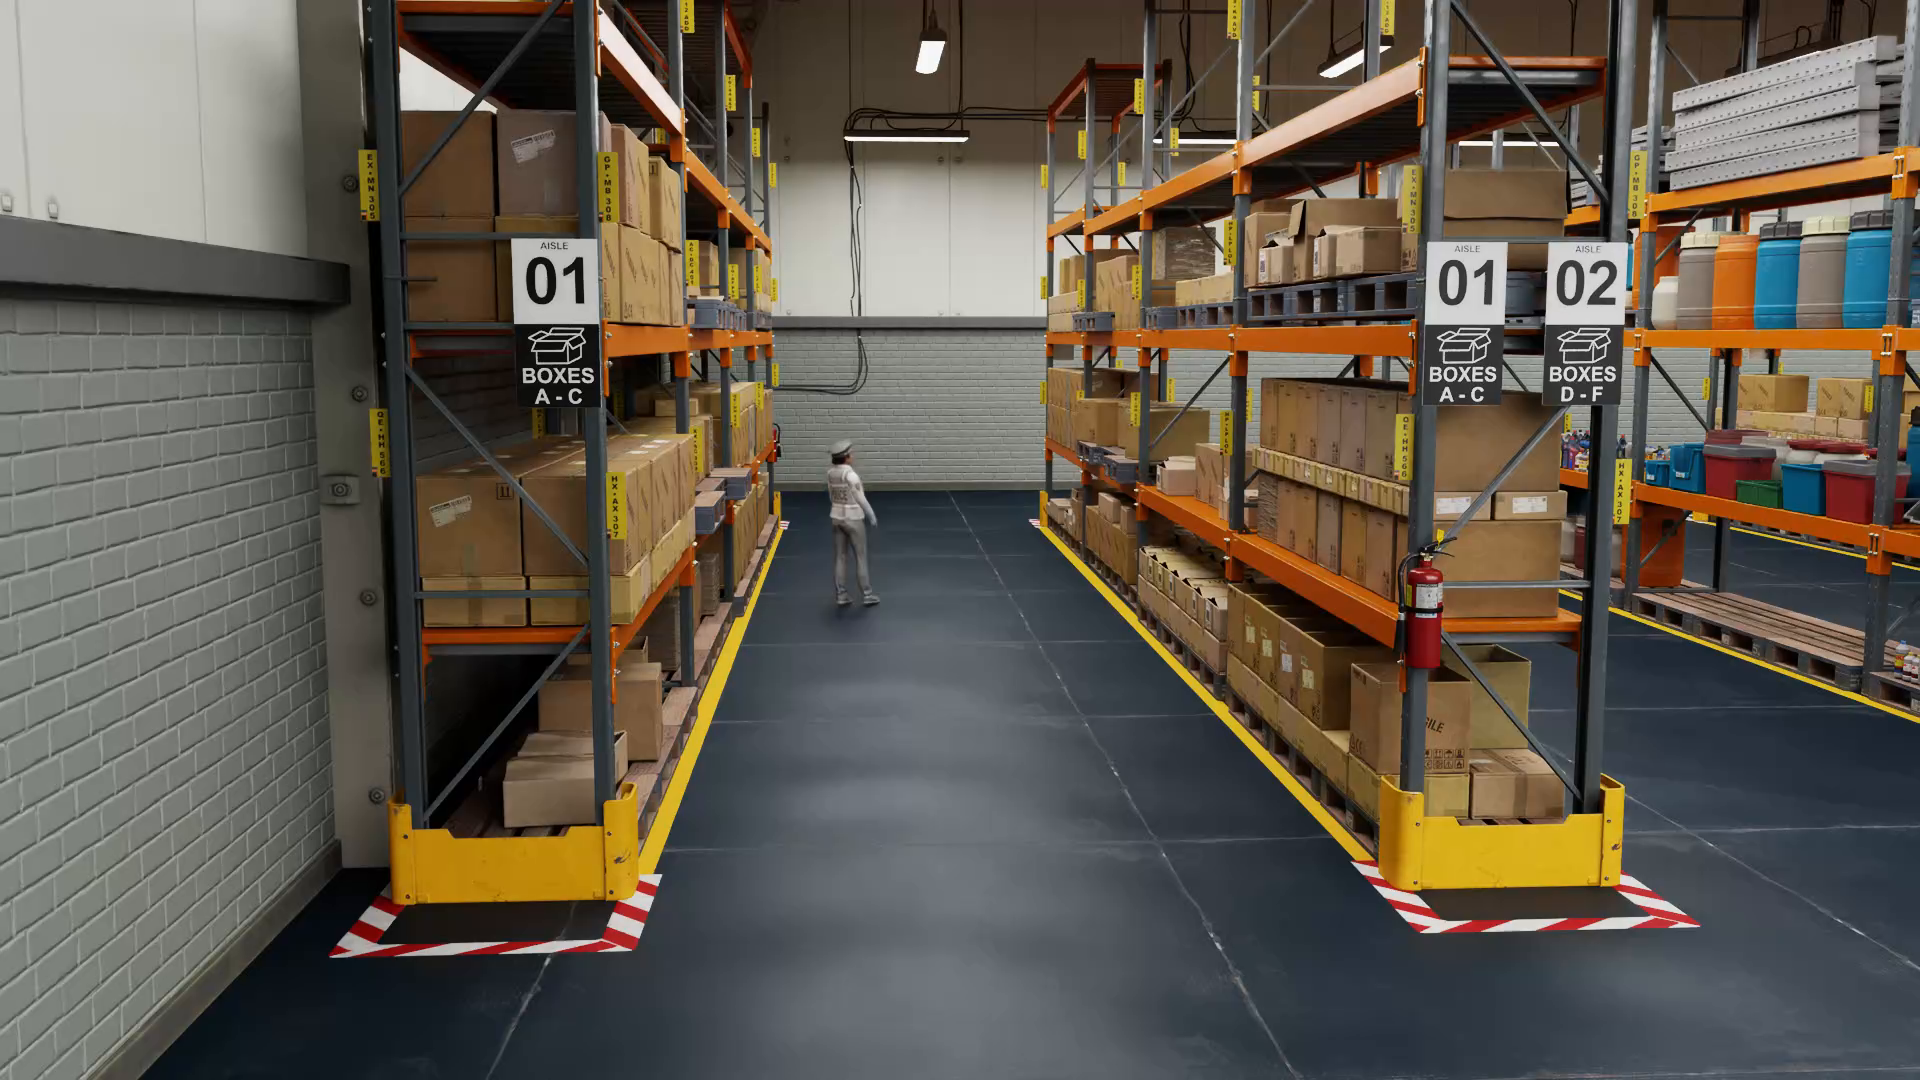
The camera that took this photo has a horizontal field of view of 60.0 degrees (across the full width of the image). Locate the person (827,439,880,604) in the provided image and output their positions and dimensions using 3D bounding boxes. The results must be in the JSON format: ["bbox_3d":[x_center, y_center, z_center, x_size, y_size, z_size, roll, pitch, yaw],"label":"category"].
[{"bbox_3d":[-1.121,-0.188,17.057,0.494,1.699,0.530,6,9,43],"label":"person"}]
